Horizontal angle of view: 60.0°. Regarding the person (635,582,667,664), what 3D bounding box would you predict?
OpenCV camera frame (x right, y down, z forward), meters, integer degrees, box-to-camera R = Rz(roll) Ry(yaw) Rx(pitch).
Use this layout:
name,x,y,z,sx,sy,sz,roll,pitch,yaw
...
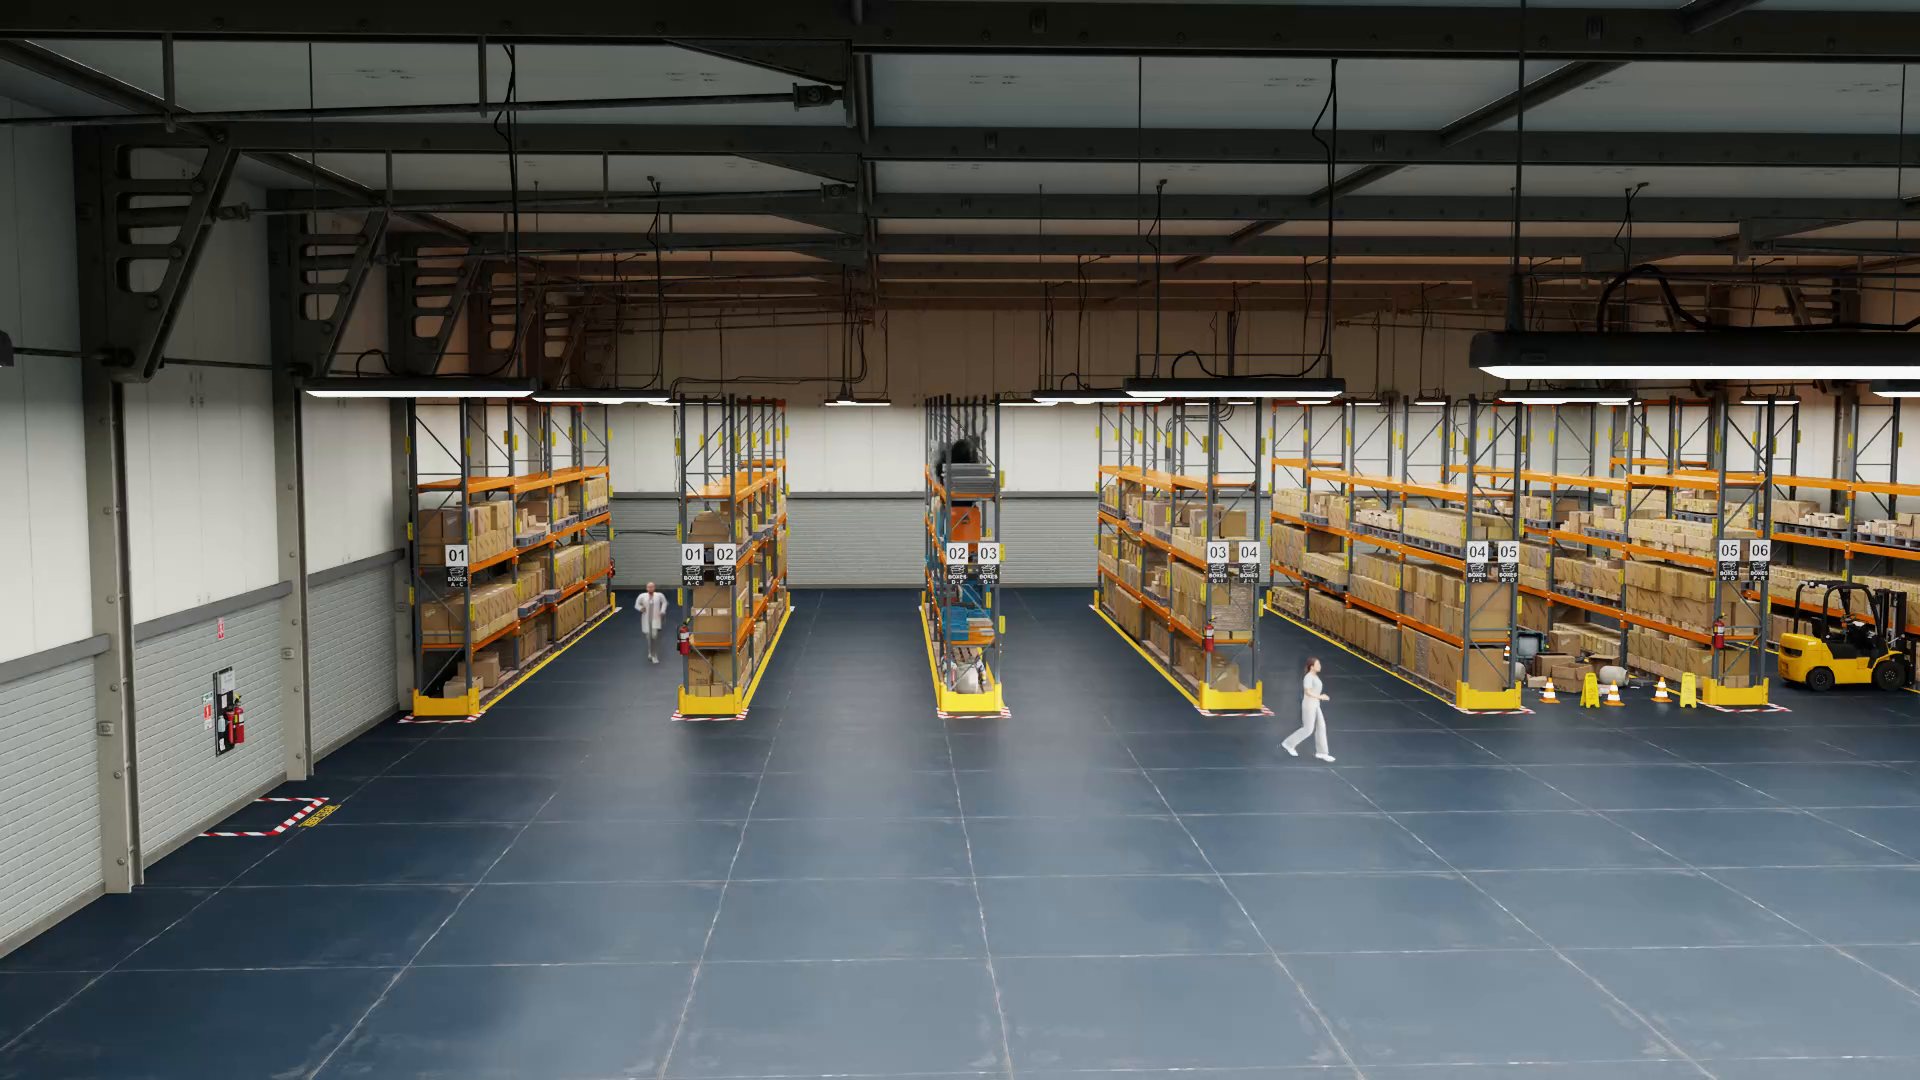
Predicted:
name,x,y,z,sx,sy,sz,roll,pitch,yaw
person,-7.014,1.911,37.684,0.684,1.756,0.864,0,5,-4

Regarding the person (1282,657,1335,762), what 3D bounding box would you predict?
name,x,y,z,sx,sy,sz,roll,pitch,yaw
person,5.698,2.746,27.114,0.848,1.688,0.587,2,5,24
